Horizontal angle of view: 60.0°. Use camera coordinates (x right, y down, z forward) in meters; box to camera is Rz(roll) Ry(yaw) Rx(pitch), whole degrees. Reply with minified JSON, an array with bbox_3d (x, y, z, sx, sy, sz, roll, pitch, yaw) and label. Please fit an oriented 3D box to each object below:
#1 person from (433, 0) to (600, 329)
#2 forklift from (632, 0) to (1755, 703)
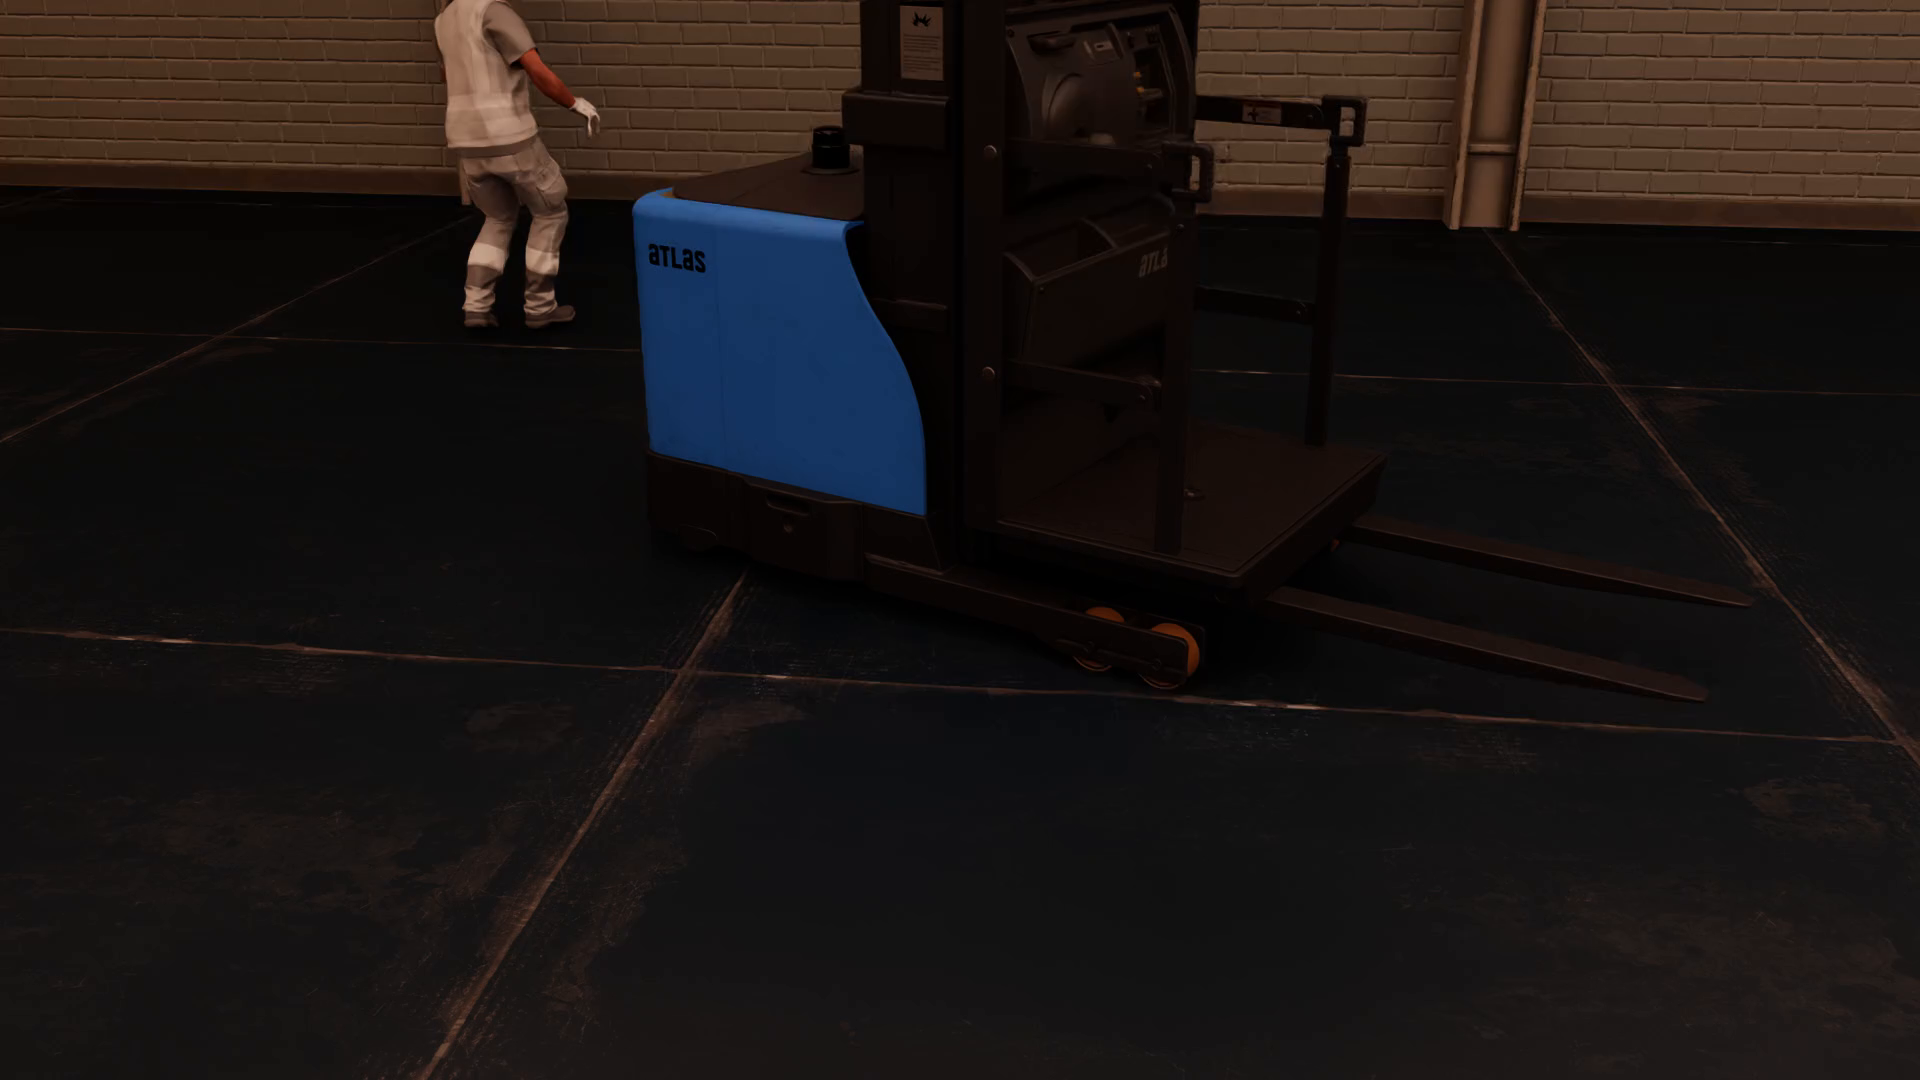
[{"bbox_3d":[-1.939,-1.766,7.313,0.802,1.706,0.703,11,25,26],"label":"person"},{"bbox_3d":[0.559,-1.205,4.245,3.031,2.935,1.130,13,26,30],"label":"forklift"}]
